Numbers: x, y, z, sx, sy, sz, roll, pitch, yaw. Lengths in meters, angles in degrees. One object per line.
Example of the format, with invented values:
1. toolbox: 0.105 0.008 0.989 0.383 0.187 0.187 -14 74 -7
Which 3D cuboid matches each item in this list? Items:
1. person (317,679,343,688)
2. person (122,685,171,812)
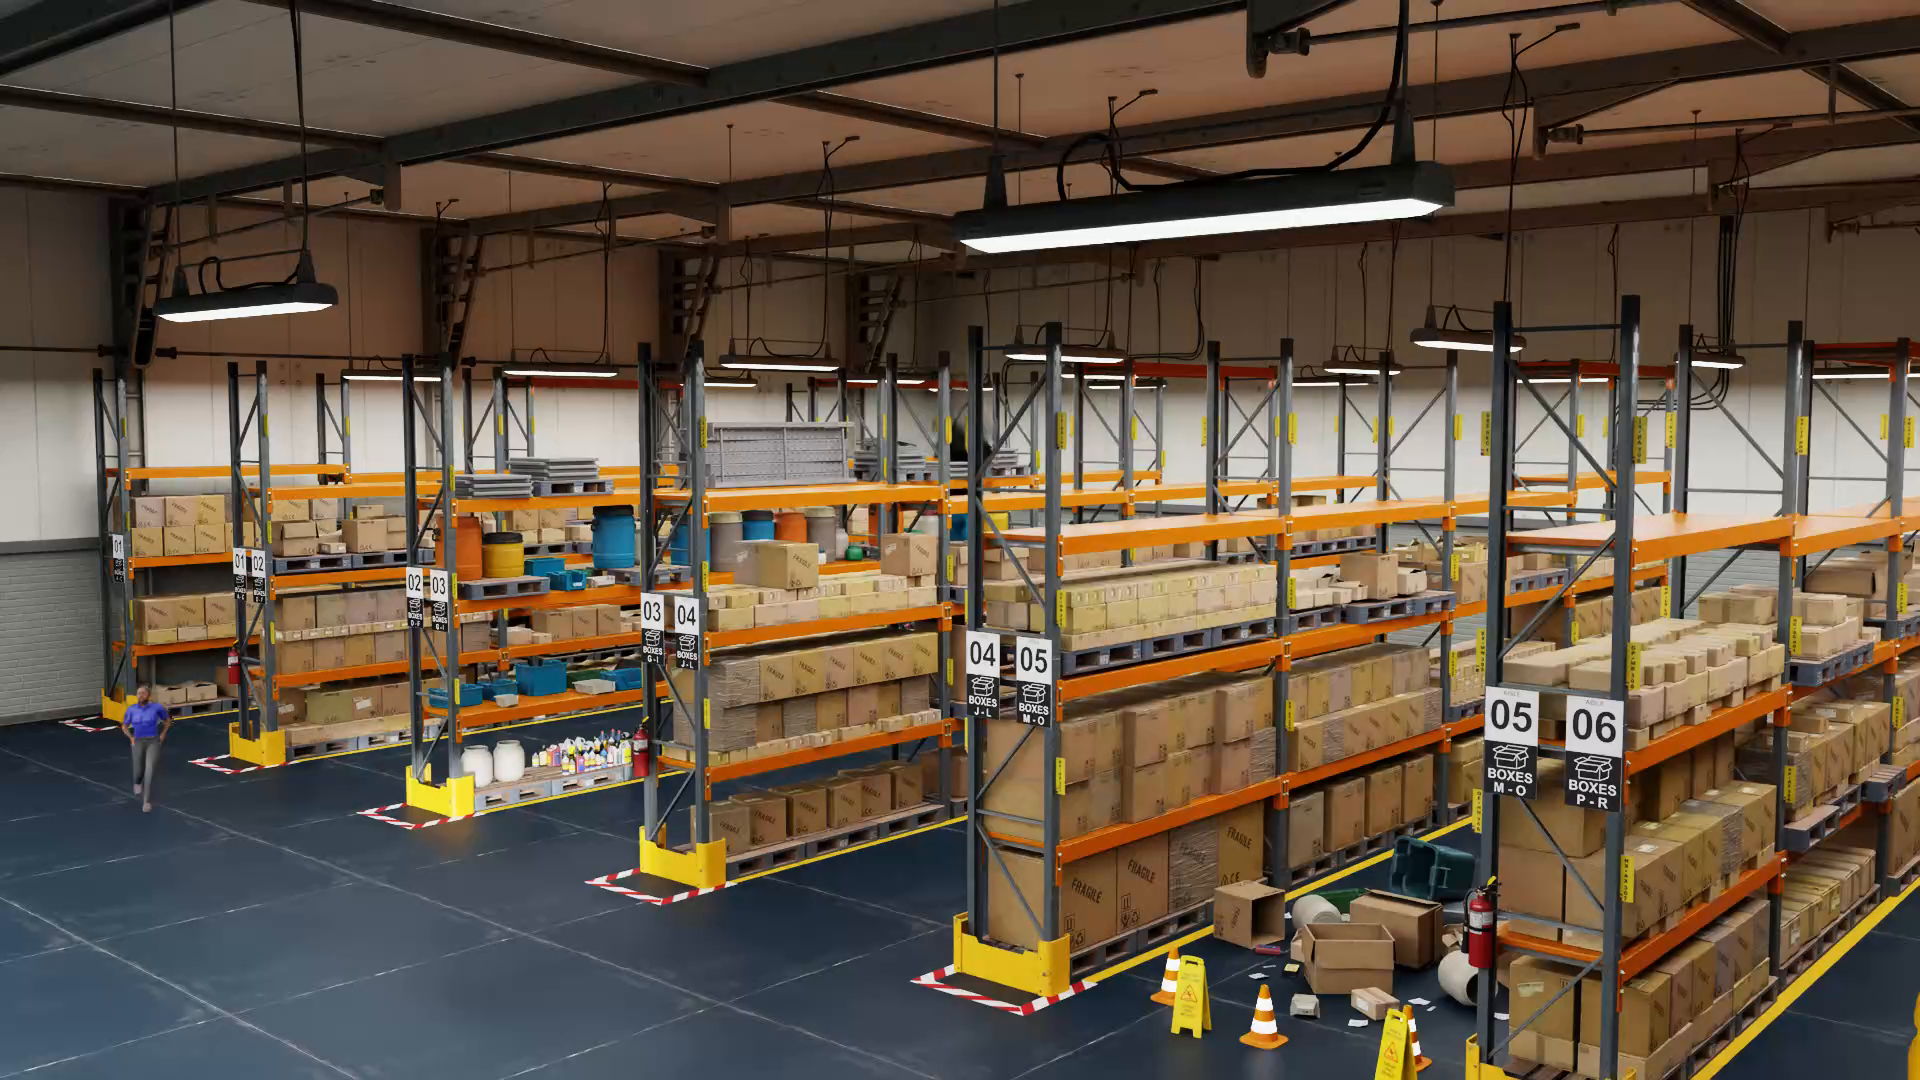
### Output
1. person: -10.454 2.255 27.787 0.704 1.732 0.628 3 5 31
2. person: -10.807 2.739 22.112 0.587 1.651 0.781 -2 5 -22
